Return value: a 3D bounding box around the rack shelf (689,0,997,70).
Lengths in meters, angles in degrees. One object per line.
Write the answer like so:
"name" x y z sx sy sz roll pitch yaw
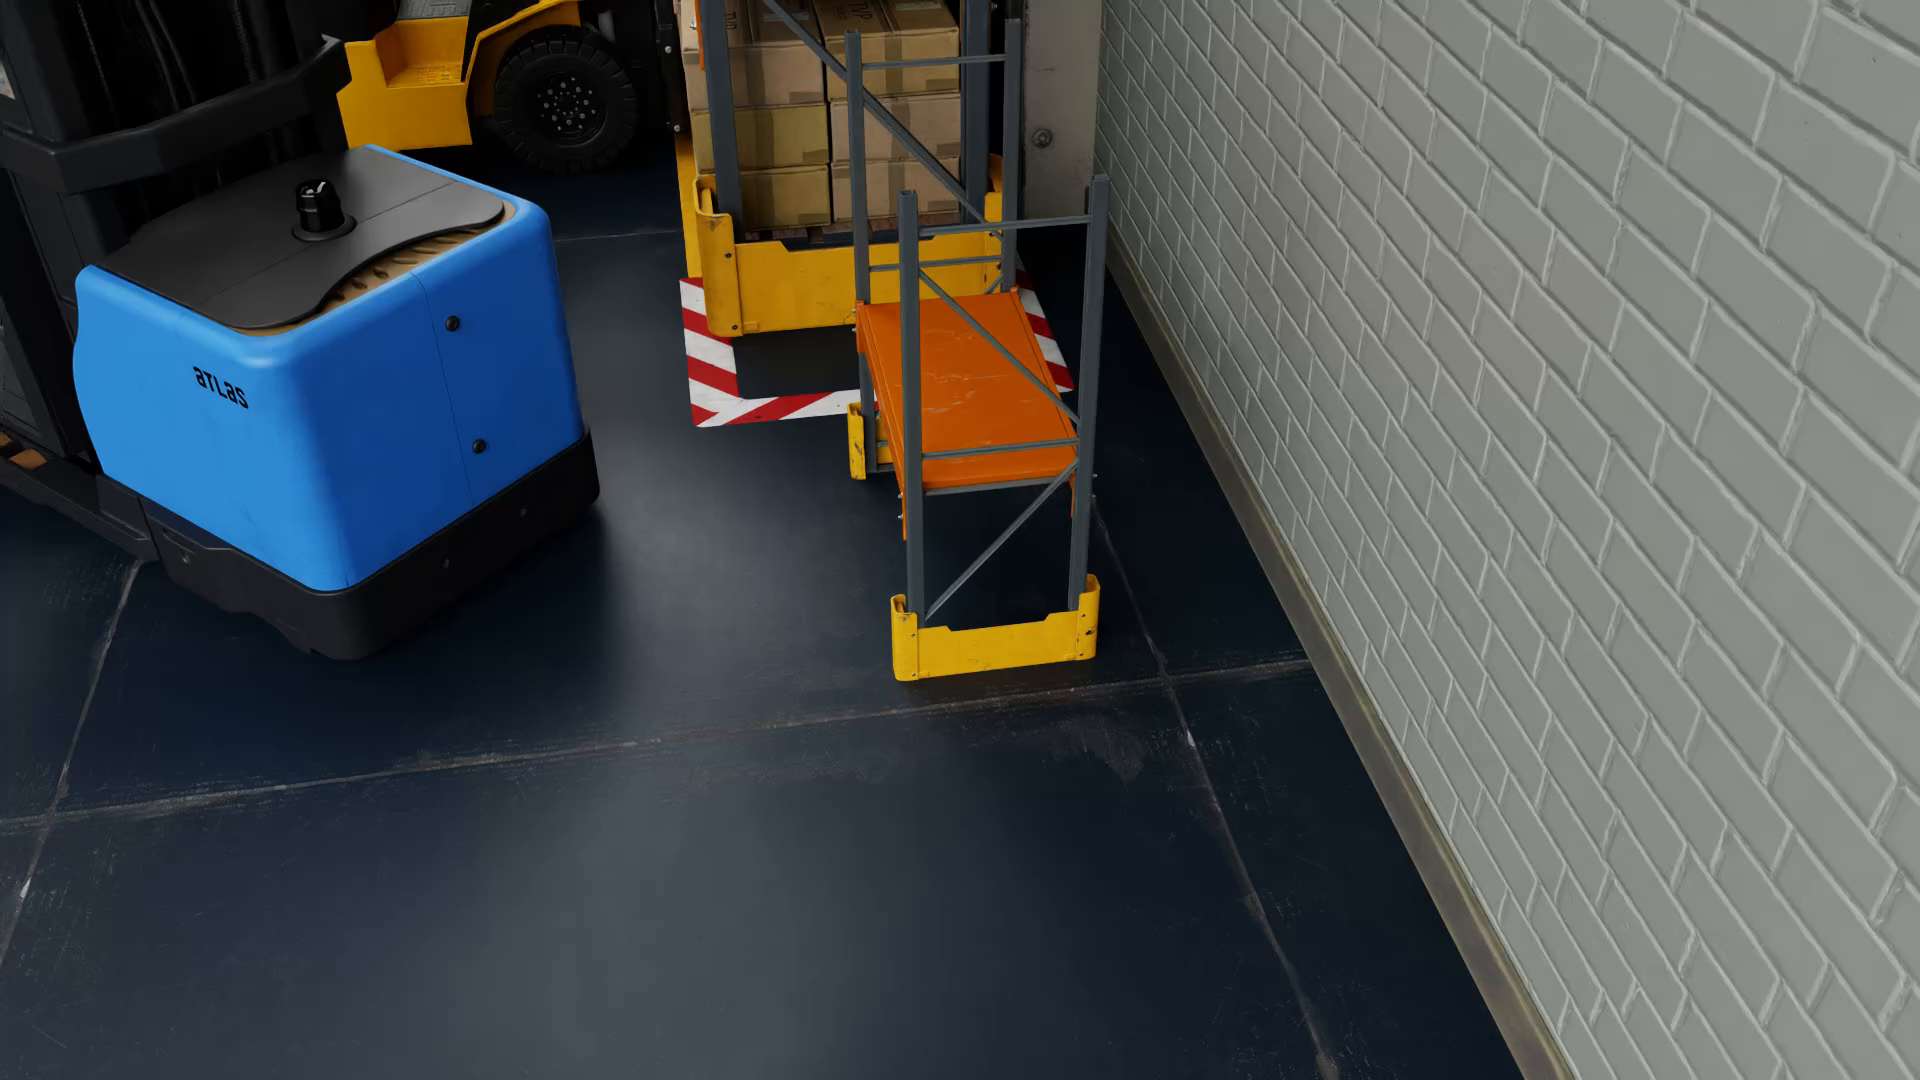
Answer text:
"rack shelf" -0.746 -3.043 7.308 1.077 0.370 4.000 -6 38 -8

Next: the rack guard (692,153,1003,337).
"rack guard" -0.391 -1.117 6.280 1.175 0.500 0.348 -6 38 -8

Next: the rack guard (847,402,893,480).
"rack guard" -0.074 -0.353 5.501 0.587 0.250 0.087 -6 38 -8

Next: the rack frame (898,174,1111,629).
"rack frame" 0.104 -0.234 4.328 0.500 1.500 0.032 -6 38 -8

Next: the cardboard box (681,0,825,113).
"cardboard box" -0.783 -1.838 6.255 0.500 0.250 0.500 -5 38 -6

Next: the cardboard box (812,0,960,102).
"cardboard box" -0.293 -1.904 6.340 0.500 0.250 0.500 -7 38 -9

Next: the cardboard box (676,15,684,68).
"cardboard box" -0.977 -2.270 7.219 0.500 0.250 0.500 -7 38 -9

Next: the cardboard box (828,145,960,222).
"cardboard box" -0.289 -1.516 6.656 0.500 0.250 0.500 -6 38 -8

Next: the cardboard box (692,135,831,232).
"cardboard box" -0.789 -1.449 6.568 0.500 0.250 0.500 -6 38 -8

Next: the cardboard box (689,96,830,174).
"cardboard box" -0.788 -1.657 6.429 0.500 0.250 0.500 -7 38 -9

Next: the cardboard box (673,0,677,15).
"cardboard box" -0.977 -2.450 7.042 0.500 0.250 0.500 -6 38 -7

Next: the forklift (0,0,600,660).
"forklift" -2.656 -1.528 4.827 3.031 2.935 1.130 23 43 27

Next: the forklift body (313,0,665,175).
"forklift body" -2.524 -2.733 7.014 2.313 2.155 1.214 -6 38 -8

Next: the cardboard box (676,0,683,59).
"cardboard box" -0.878 -2.146 6.651 0.500 0.250 0.500 -6 38 -7

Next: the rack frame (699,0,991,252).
"rack frame" -0.395 -2.119 5.532 1.000 3.000 0.127 -6 38 -8

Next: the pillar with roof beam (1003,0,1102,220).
"pillar with roof beam" -3.868 -4.542 3.762 9.100 9.000 0.400 -6 38 -8

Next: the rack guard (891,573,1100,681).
"rack guard" 0.101 0.248 4.727 0.587 0.250 0.087 -6 38 -8

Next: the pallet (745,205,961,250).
"pallet" -0.571 -1.475 6.976 1.003 0.211 1.213 -6 38 -8

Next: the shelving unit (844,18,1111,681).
"shelving unit" 0.013 -0.546 4.731 0.587 1.500 1.083 -6 38 -8

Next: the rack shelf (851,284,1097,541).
"rack shelf" 0.015 -0.399 4.834 0.538 0.185 1.000 -6 38 -8

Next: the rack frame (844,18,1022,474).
"rack frame" -0.074 -0.848 5.119 0.500 1.500 0.032 -6 38 -8

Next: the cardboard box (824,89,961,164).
"cardboard box" -0.273 -1.702 6.488 0.500 0.250 0.500 -6 38 -7
